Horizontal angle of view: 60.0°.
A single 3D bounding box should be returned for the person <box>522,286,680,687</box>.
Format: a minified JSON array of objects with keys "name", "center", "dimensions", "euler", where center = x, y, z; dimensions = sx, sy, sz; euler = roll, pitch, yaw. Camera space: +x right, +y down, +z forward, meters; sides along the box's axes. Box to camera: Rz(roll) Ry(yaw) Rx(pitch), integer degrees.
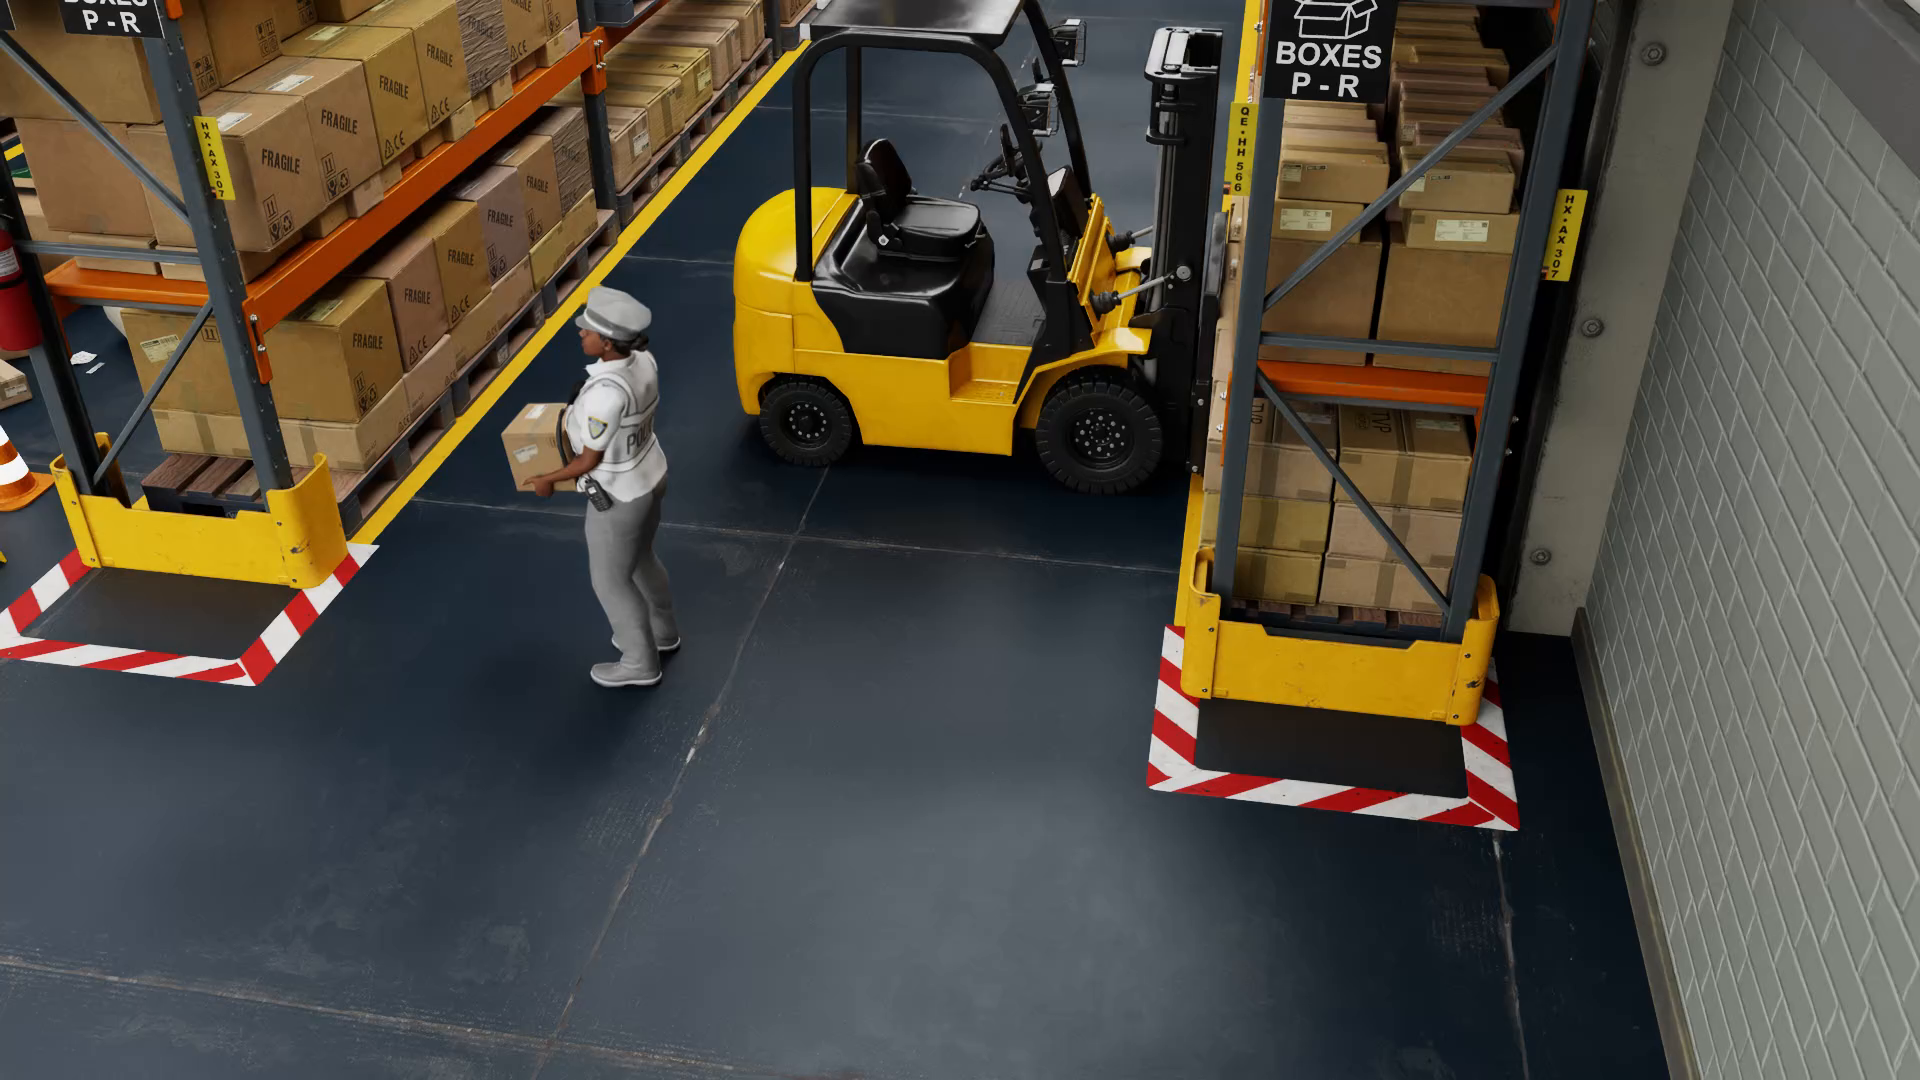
[{"name":"person","center":[-1.381,-0.207,6.439],"dimensions":[0.537,1.687,0.451],"euler":[6,33,9]}]
